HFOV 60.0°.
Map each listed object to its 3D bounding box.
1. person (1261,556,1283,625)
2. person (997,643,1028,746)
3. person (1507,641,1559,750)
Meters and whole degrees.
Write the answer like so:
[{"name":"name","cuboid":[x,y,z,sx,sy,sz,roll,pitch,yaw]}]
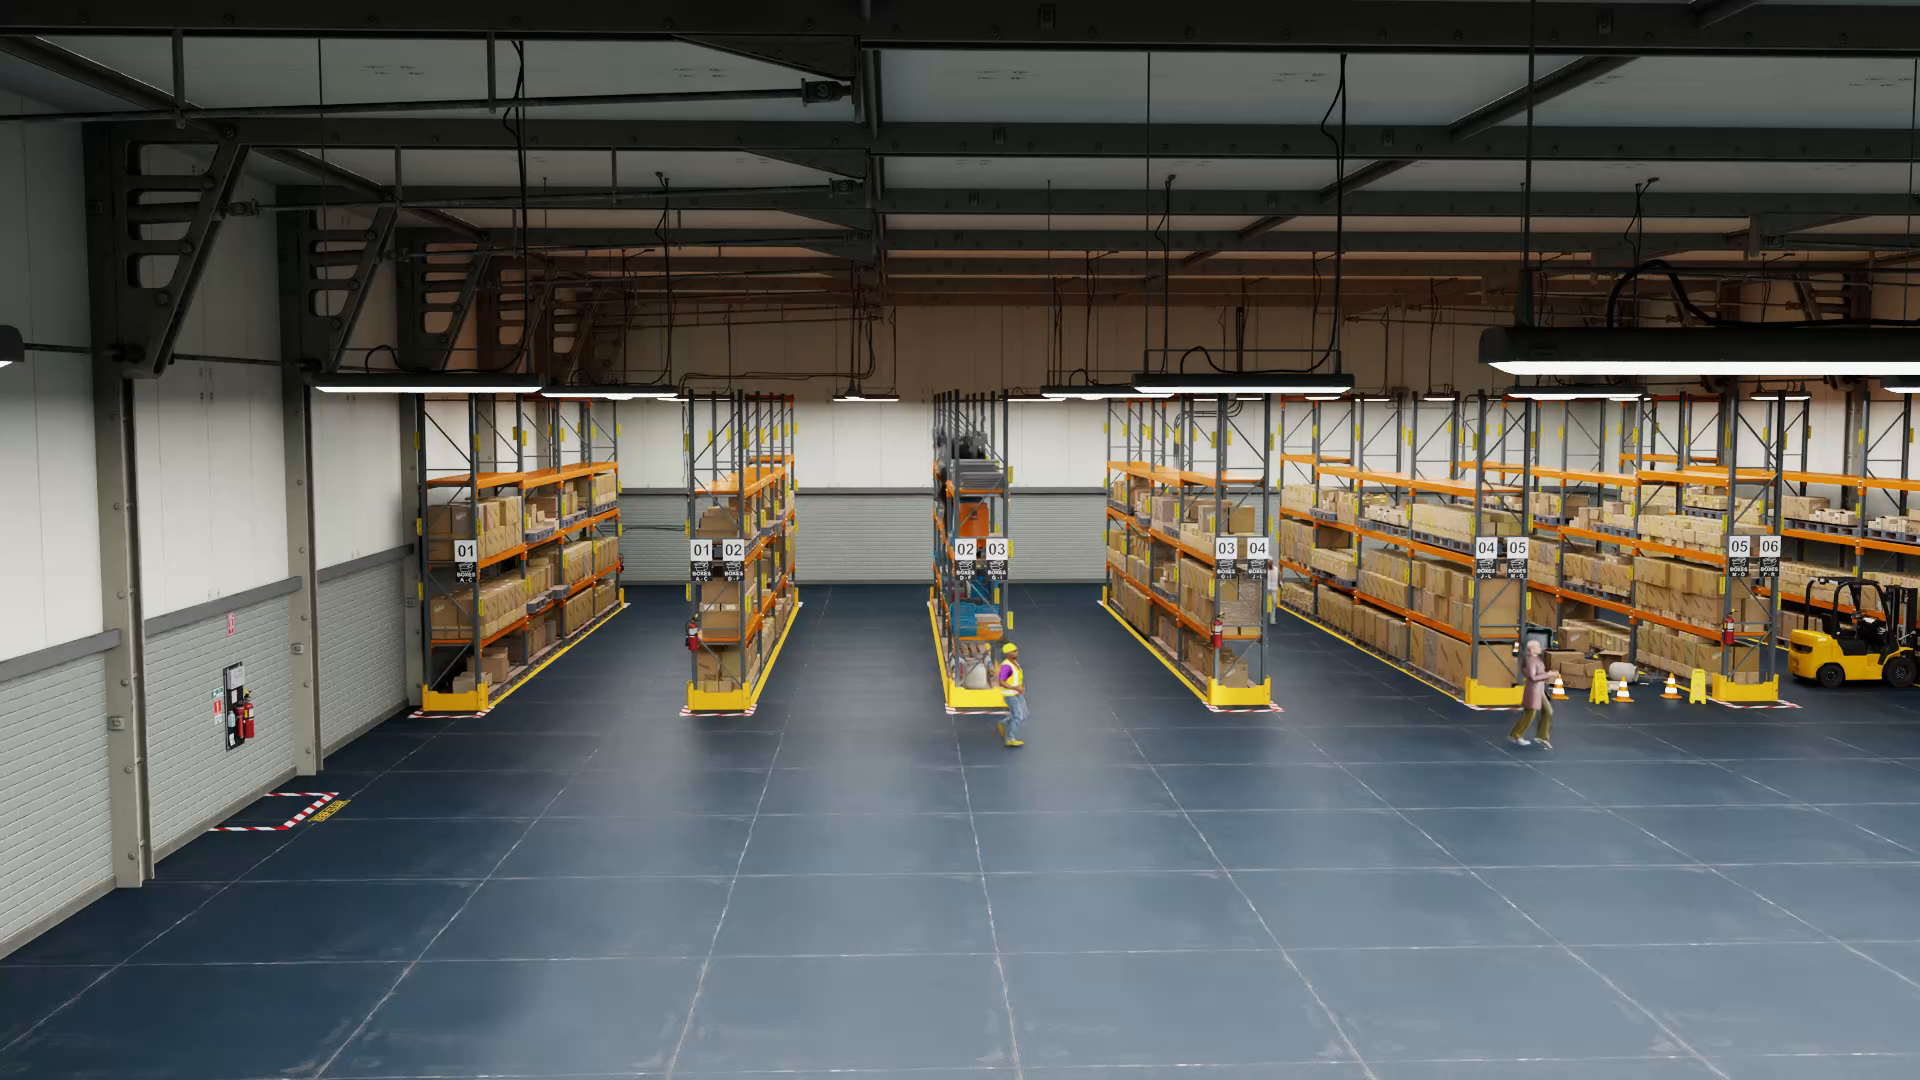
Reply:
[{"name":"person","cuboid":[8.095,1.303,43.369,0.697,1.752,1.013,0,5,-1]},{"name":"person","cuboid":[0.881,2.587,27.903,0.601,1.719,0.695,2,5,20]},{"name":"person","cuboid":[9.528,2.586,27.609,0.805,1.845,0.686,3,5,31]}]
